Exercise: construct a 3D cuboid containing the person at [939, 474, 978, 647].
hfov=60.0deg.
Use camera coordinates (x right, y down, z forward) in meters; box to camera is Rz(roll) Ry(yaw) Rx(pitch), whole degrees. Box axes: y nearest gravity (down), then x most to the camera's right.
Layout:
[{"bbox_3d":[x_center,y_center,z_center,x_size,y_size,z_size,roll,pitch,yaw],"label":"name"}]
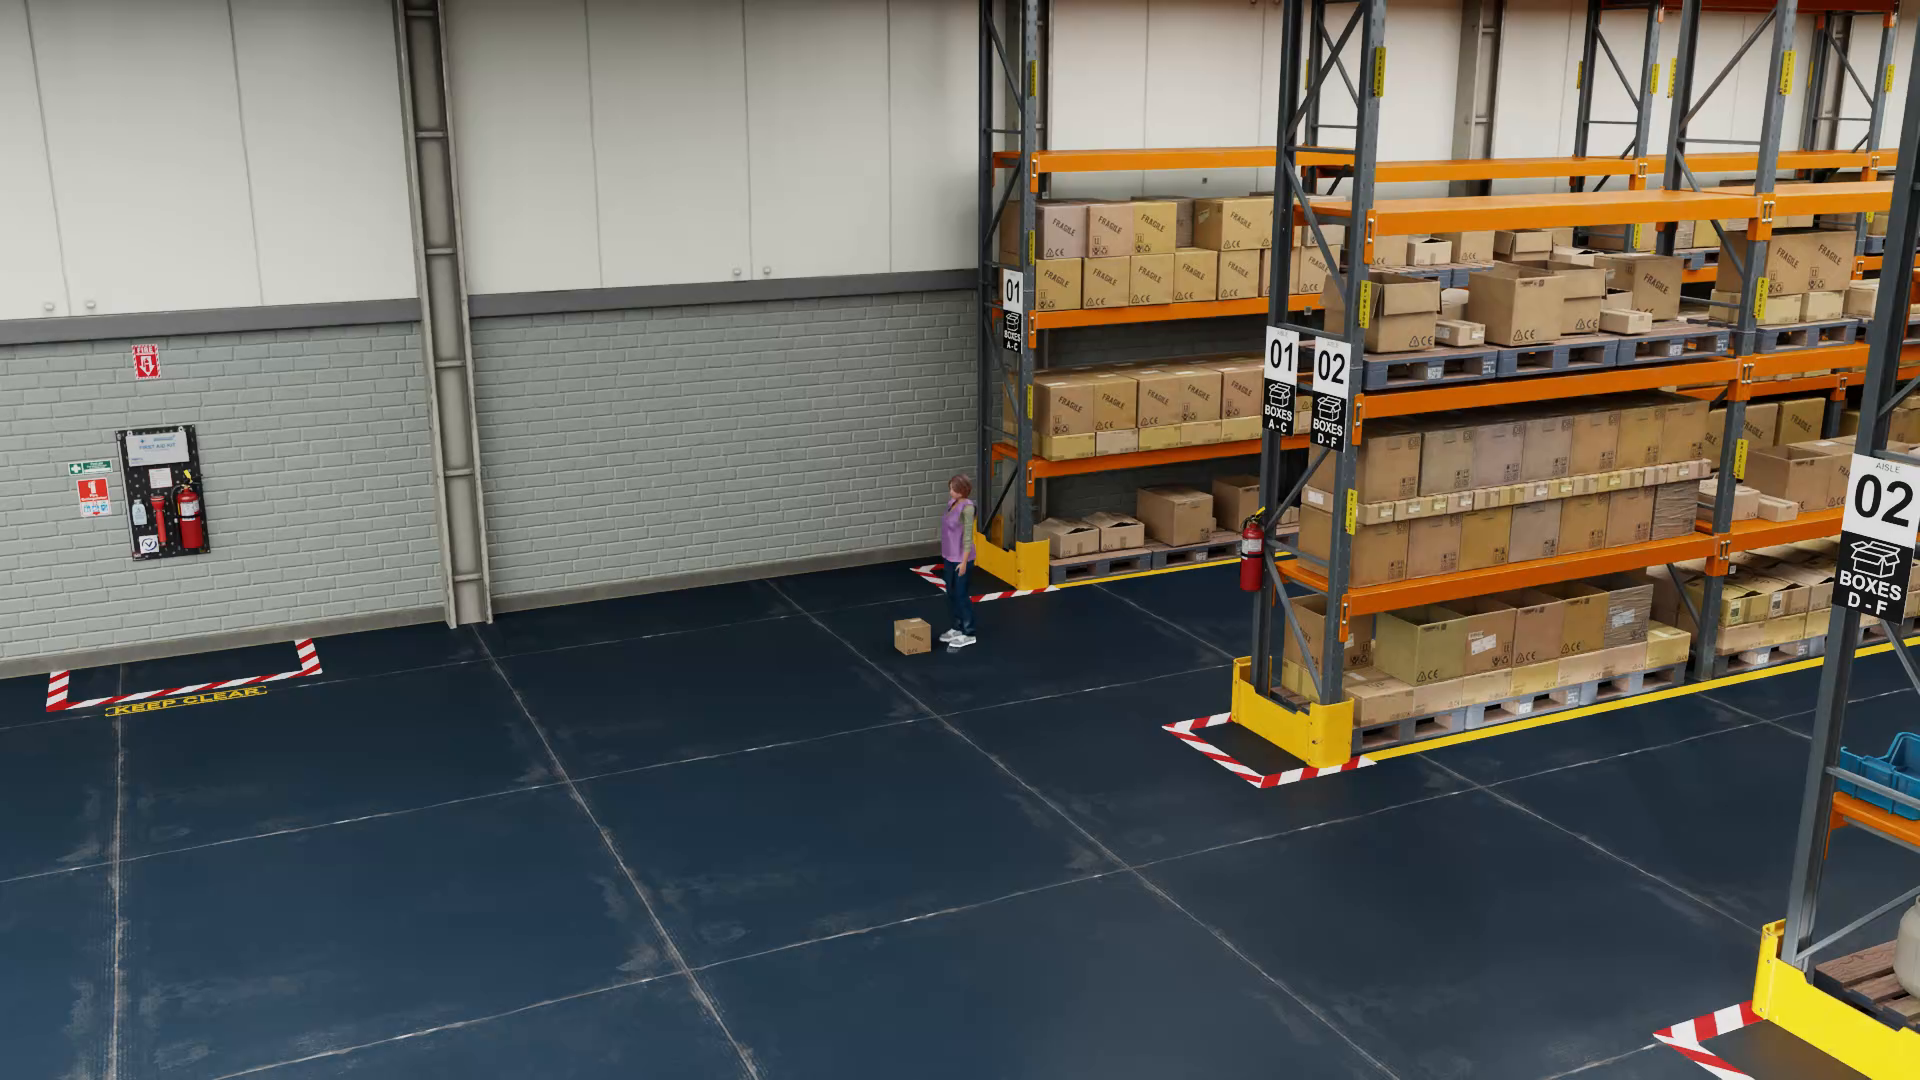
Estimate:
[{"bbox_3d":[-0.004,0.179,15.104,0.306,1.599,0.406,-7,17,-24],"label":"person"}]
